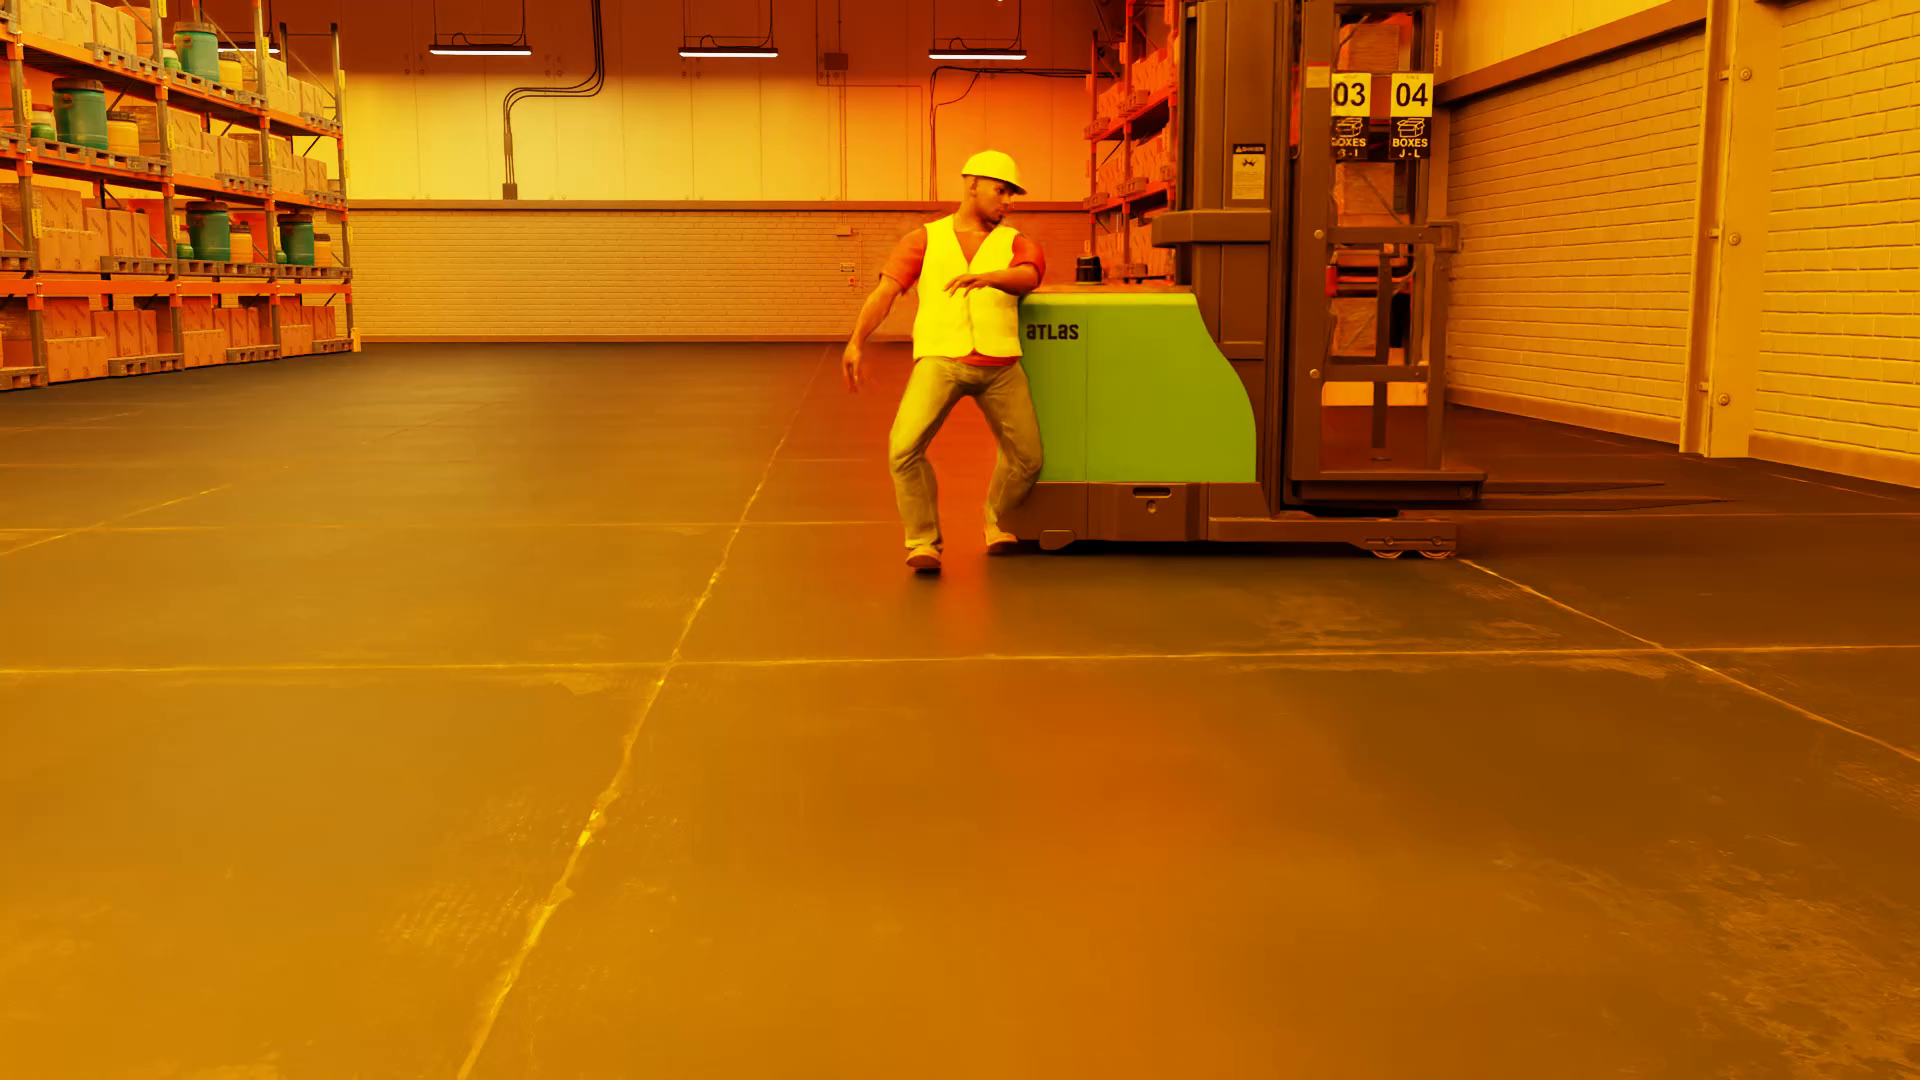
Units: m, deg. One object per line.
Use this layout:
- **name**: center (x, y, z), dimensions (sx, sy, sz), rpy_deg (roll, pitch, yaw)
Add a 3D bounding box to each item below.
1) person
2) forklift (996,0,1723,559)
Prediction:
- **person**: center (-0.056, -0.698, 6.474), dimensions (0.799, 1.634, 0.850), rpy_deg (-2, 9, -12)
- **forklift**: center (1.671, -1.450, 7.099), dimensions (3.031, 2.935, 1.130), rpy_deg (0, 8, 1)
